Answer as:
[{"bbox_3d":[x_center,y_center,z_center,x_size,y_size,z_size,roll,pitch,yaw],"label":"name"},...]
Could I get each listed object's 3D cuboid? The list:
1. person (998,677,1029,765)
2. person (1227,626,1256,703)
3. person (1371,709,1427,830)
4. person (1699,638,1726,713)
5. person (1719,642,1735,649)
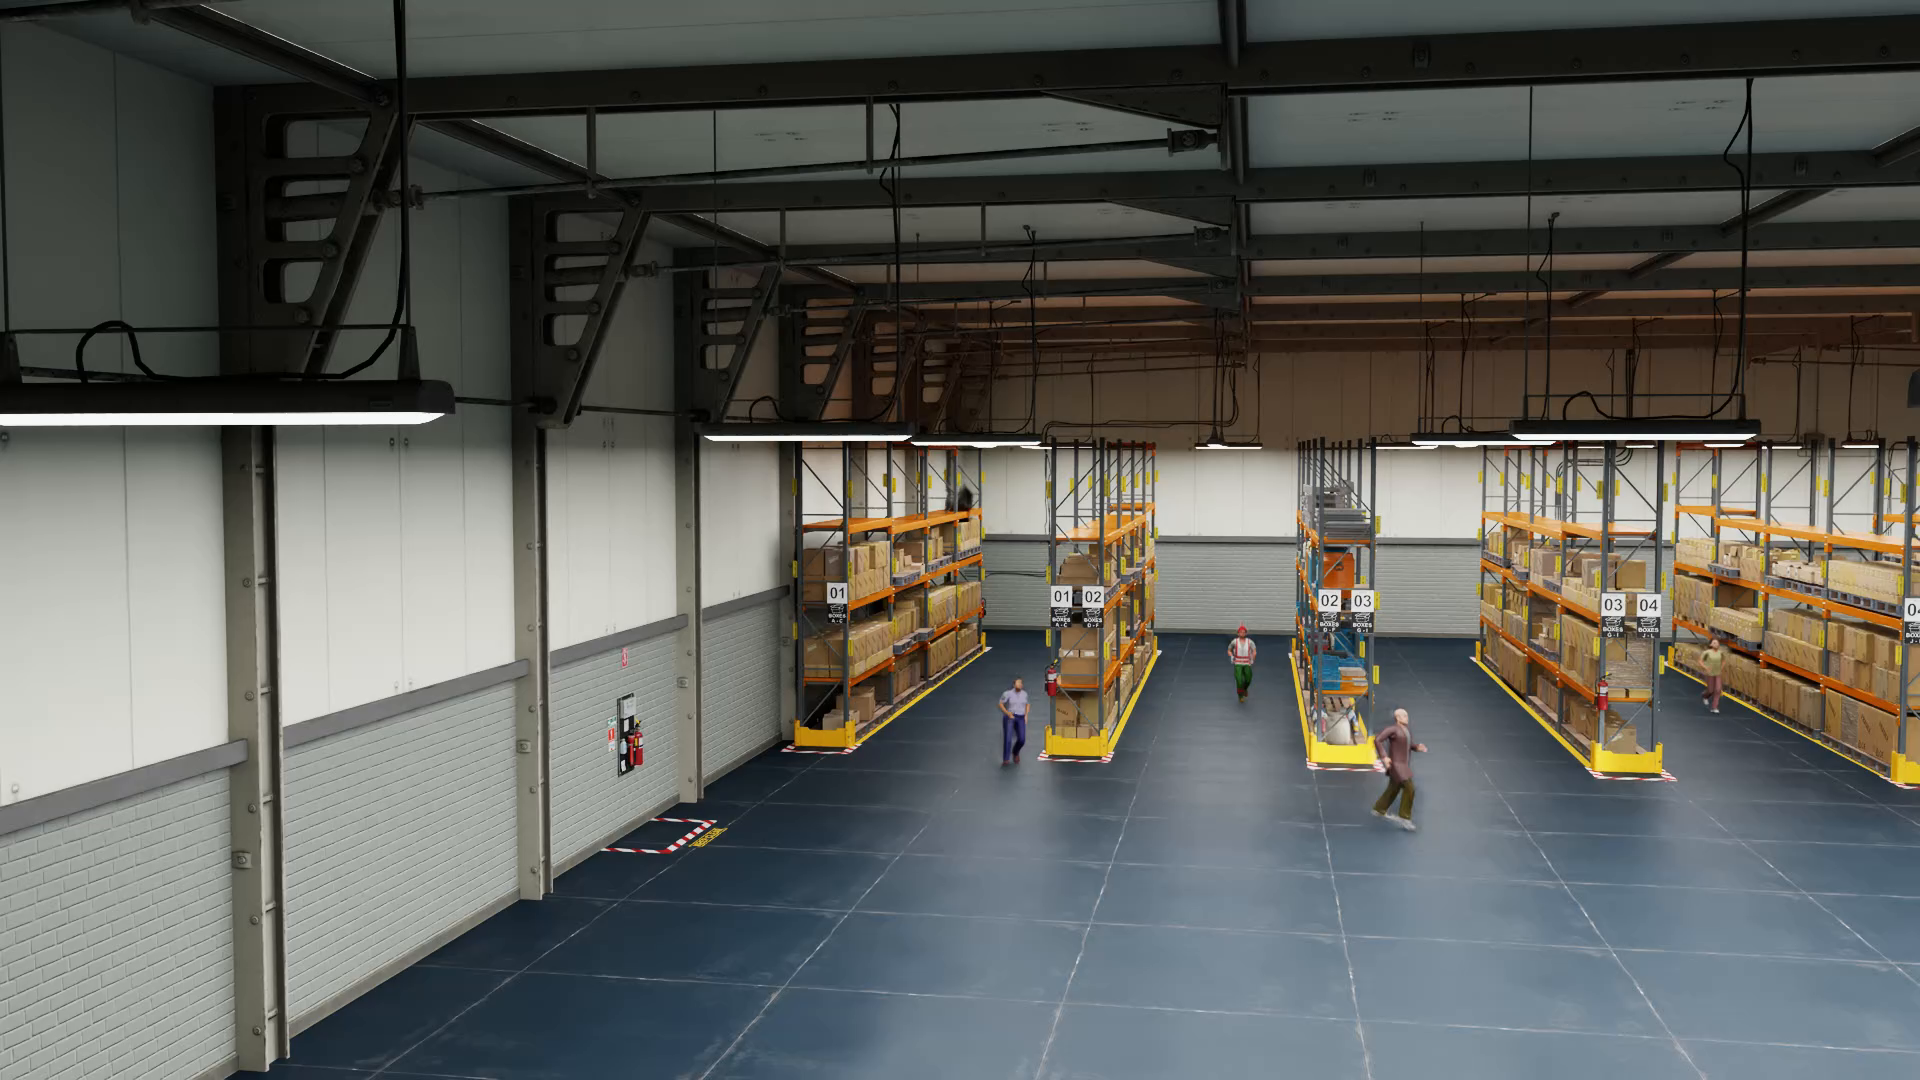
[{"bbox_3d":[1.015,3.320,30.528,0.628,1.585,0.516,-1,3,-12],"label":"person"},{"bbox_3d":[6.451,2.840,38.038,0.653,1.736,0.621,0,3,5],"label":"person"},{"bbox_3d":[6.706,3.499,25.456,0.854,1.847,0.686,2,4,33],"label":"person"},{"bbox_3d":[16.566,2.964,36.564,0.596,1.633,0.762,0,3,3],"label":"person"},{"bbox_3d":[20.759,2.493,45.160,0.747,1.686,0.530,-2,3,-28],"label":"person"}]
